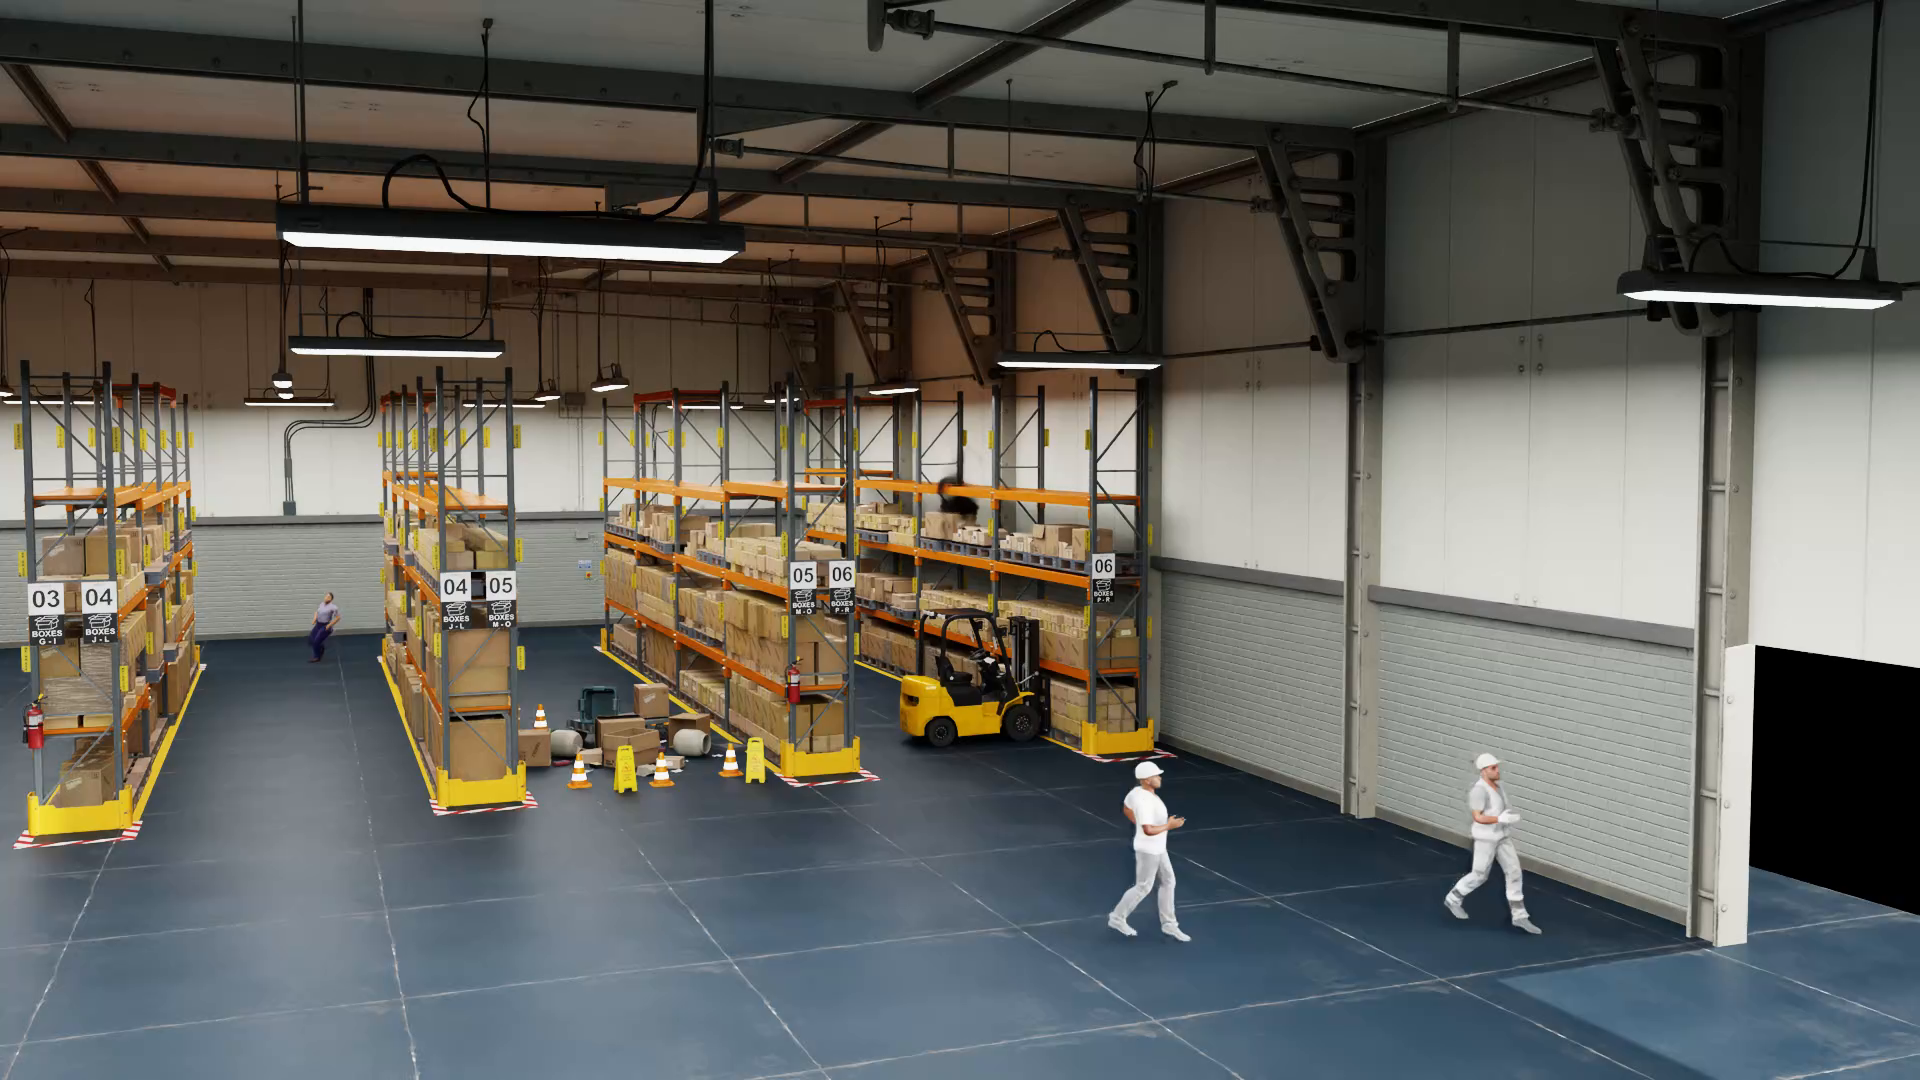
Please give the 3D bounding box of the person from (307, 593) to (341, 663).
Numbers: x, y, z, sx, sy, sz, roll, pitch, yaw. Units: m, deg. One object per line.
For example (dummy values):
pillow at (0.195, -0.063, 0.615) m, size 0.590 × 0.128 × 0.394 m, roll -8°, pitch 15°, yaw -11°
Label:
person at (-14.330, 1.977, 37.395) m, size 0.687 × 1.549 × 0.508 m, roll 2°, pitch 4°, yaw 27°

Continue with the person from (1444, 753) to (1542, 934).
person at (5.463, 3.069, 17.016) m, size 0.670 × 1.775 × 0.992 m, roll -3°, pitch 5°, yaw -42°

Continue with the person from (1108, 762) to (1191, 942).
person at (1.887, 3.106, 16.552) m, size 0.815 × 1.810 × 0.682 m, roll 1°, pitch 4°, yaw 12°
